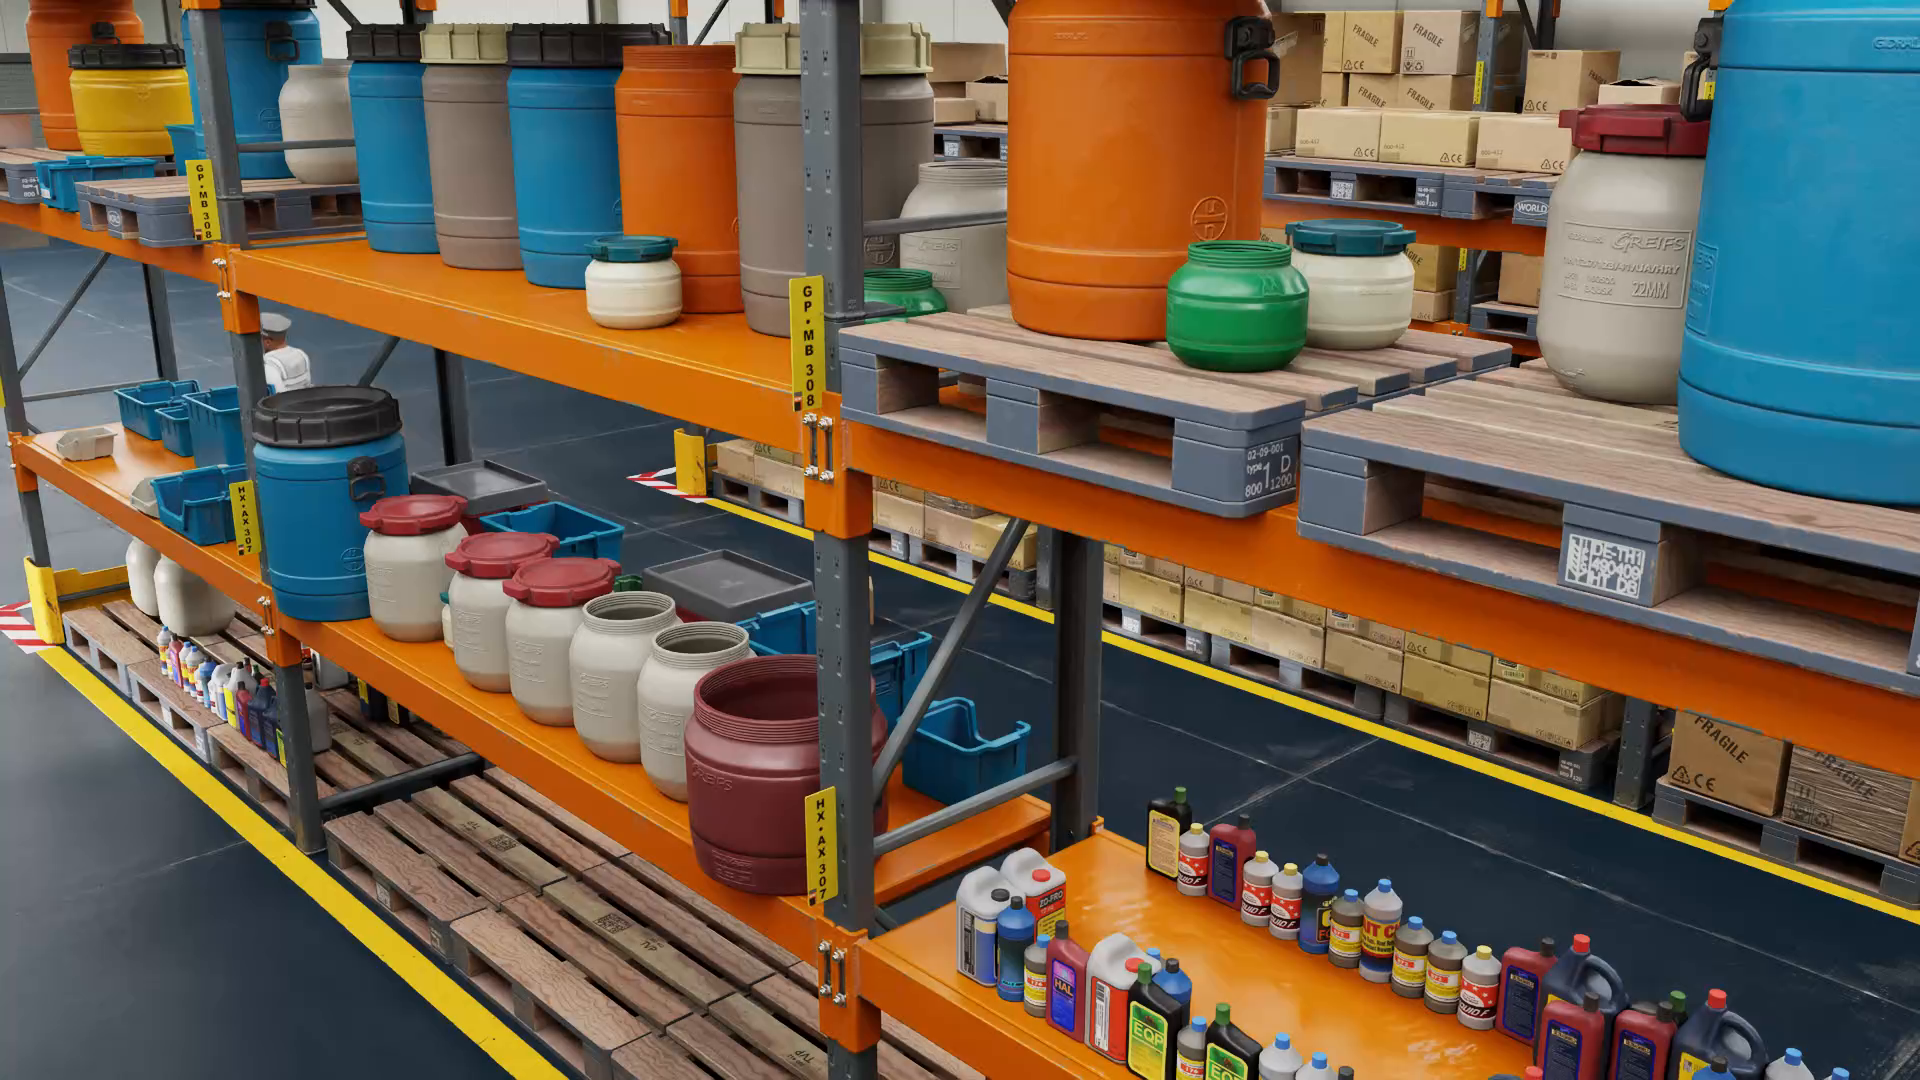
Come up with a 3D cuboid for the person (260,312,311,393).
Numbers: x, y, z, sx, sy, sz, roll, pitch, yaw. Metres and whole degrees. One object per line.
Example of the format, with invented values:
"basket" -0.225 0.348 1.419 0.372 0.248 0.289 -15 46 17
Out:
"person" -4.884 -0.739 11.956 0.771 1.809 0.600 5 18 15
